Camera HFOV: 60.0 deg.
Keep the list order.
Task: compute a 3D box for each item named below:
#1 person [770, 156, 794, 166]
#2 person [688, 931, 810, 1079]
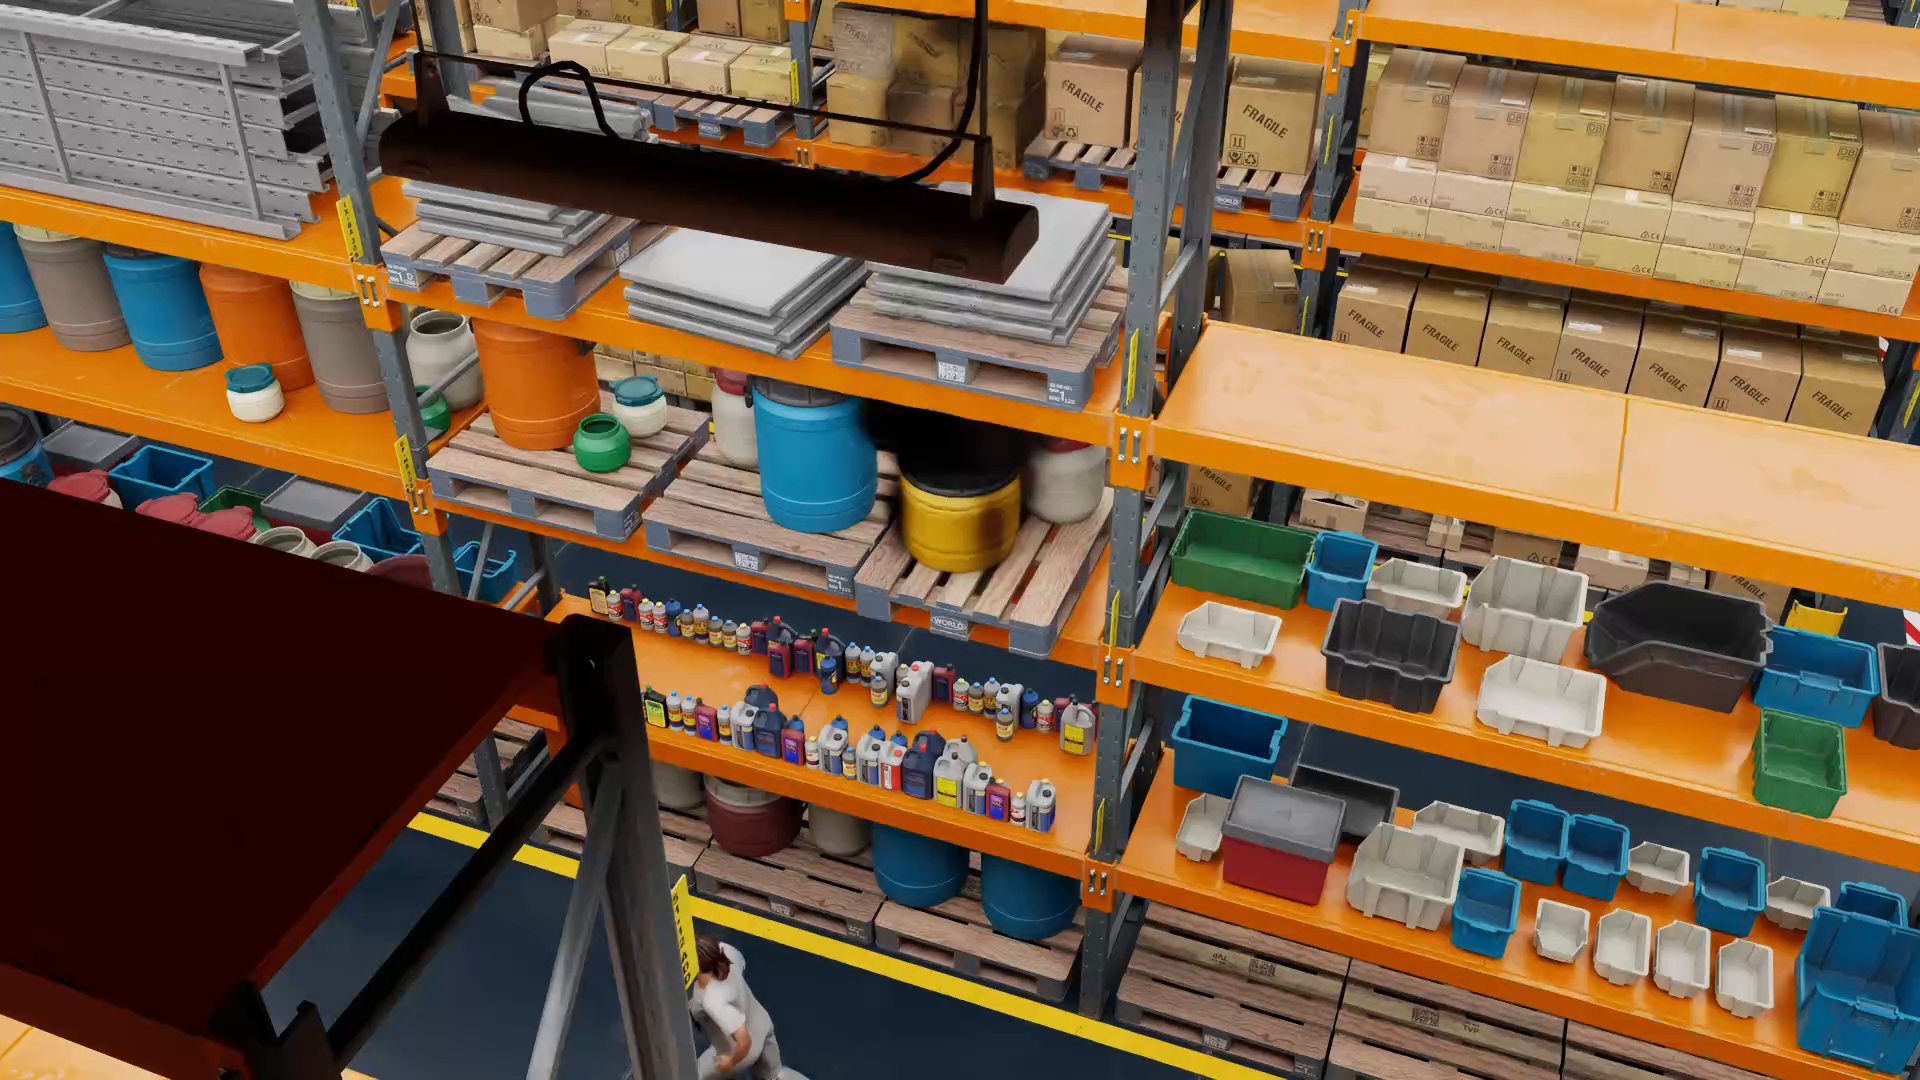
[{"bbox_3d":[-1.664,-3.084,16.216,0.718,1.715,0.614,9,37,12],"label":"person"},{"bbox_3d":[-1.079,2.594,8.516,1.094,1.656,0.568,5,37,7],"label":"person"}]
